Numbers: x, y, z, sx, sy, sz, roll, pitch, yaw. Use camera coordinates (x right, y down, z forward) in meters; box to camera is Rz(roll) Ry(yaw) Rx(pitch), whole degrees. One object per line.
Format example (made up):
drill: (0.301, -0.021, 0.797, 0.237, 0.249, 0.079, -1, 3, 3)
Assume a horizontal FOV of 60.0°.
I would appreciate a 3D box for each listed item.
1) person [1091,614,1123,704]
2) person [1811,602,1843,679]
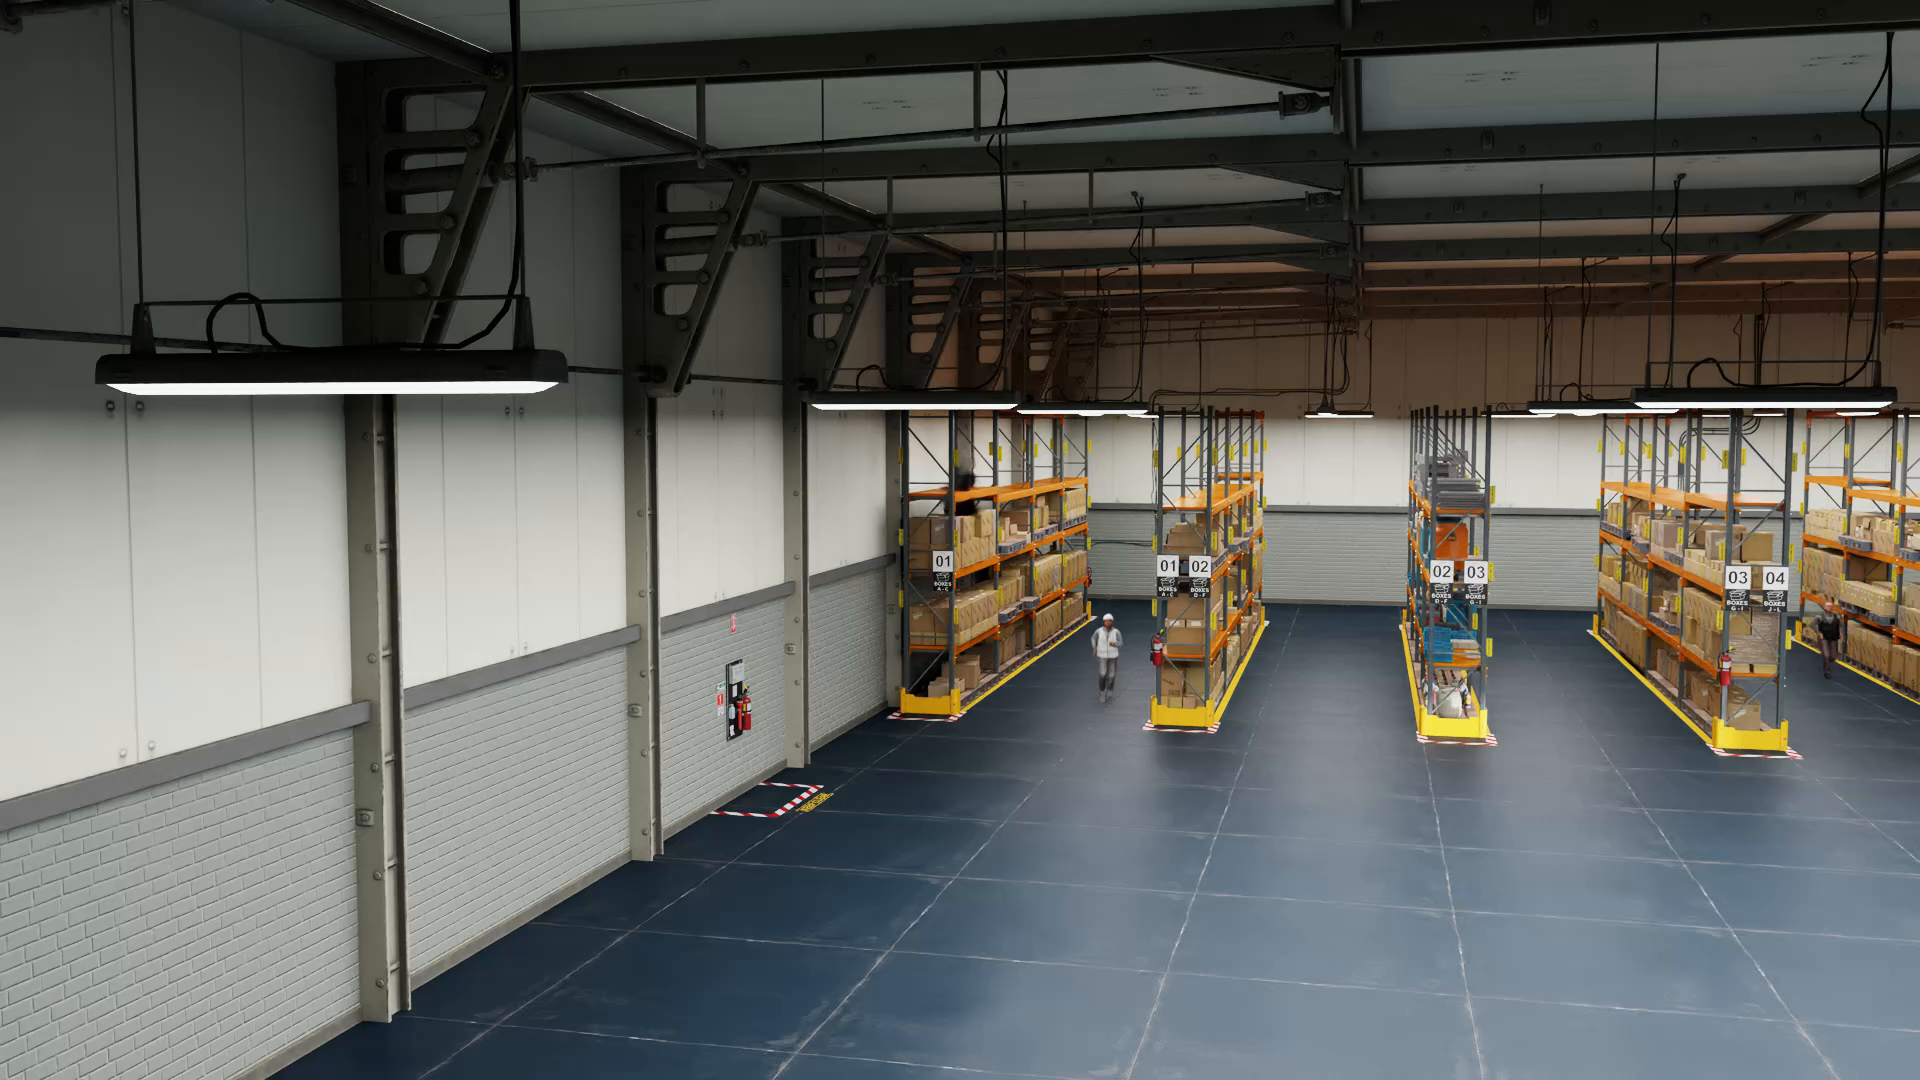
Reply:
person: (3.001, 2.414, 33.872, 0.624, 1.830, 0.752, 0, 4, -1)
person: (19.358, 2.231, 37.125, 0.660, 1.688, 0.649, 1, 4, 13)
